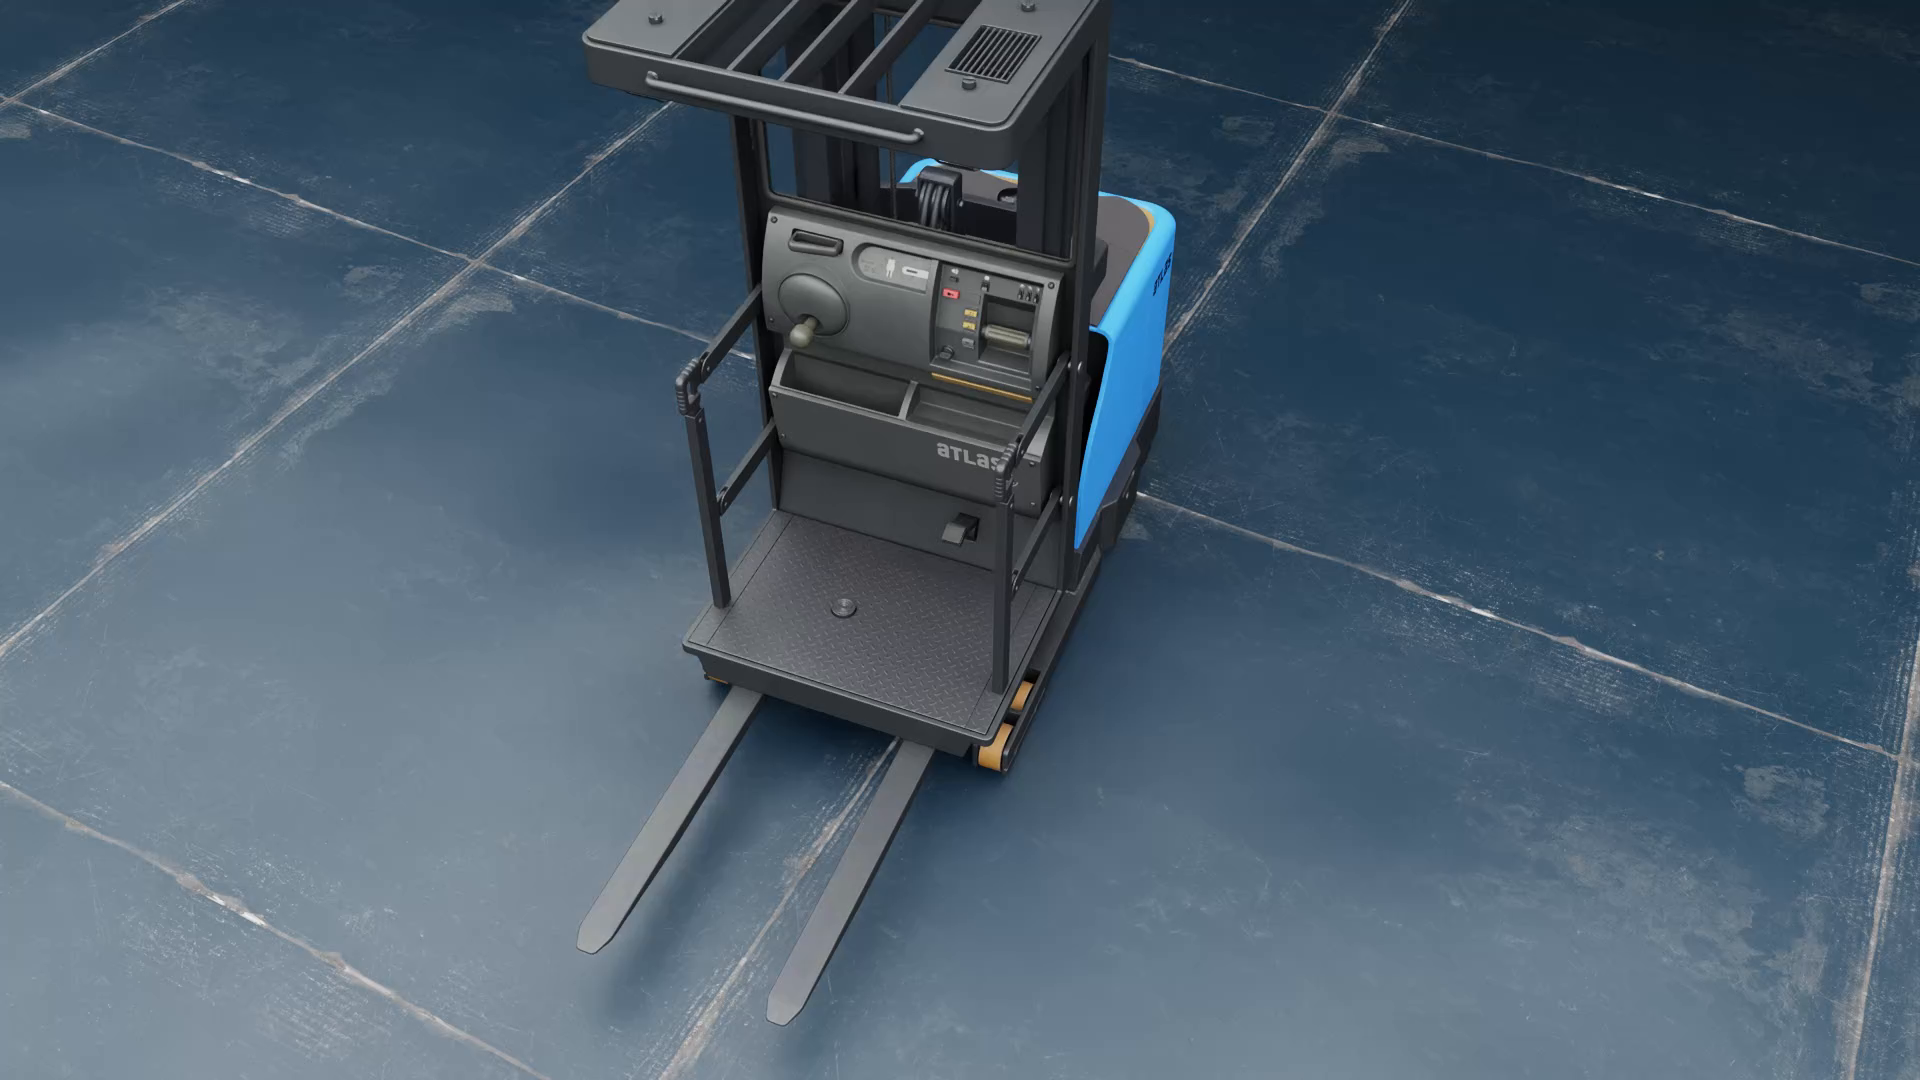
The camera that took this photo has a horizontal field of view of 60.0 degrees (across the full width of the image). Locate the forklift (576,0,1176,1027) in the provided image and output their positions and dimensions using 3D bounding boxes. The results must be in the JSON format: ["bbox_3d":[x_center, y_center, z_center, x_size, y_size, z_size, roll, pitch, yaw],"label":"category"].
[{"bbox_3d":[-0.234,-0.614,4.796,1.130,2.935,3.031,16,47,15],"label":"forklift"}]
